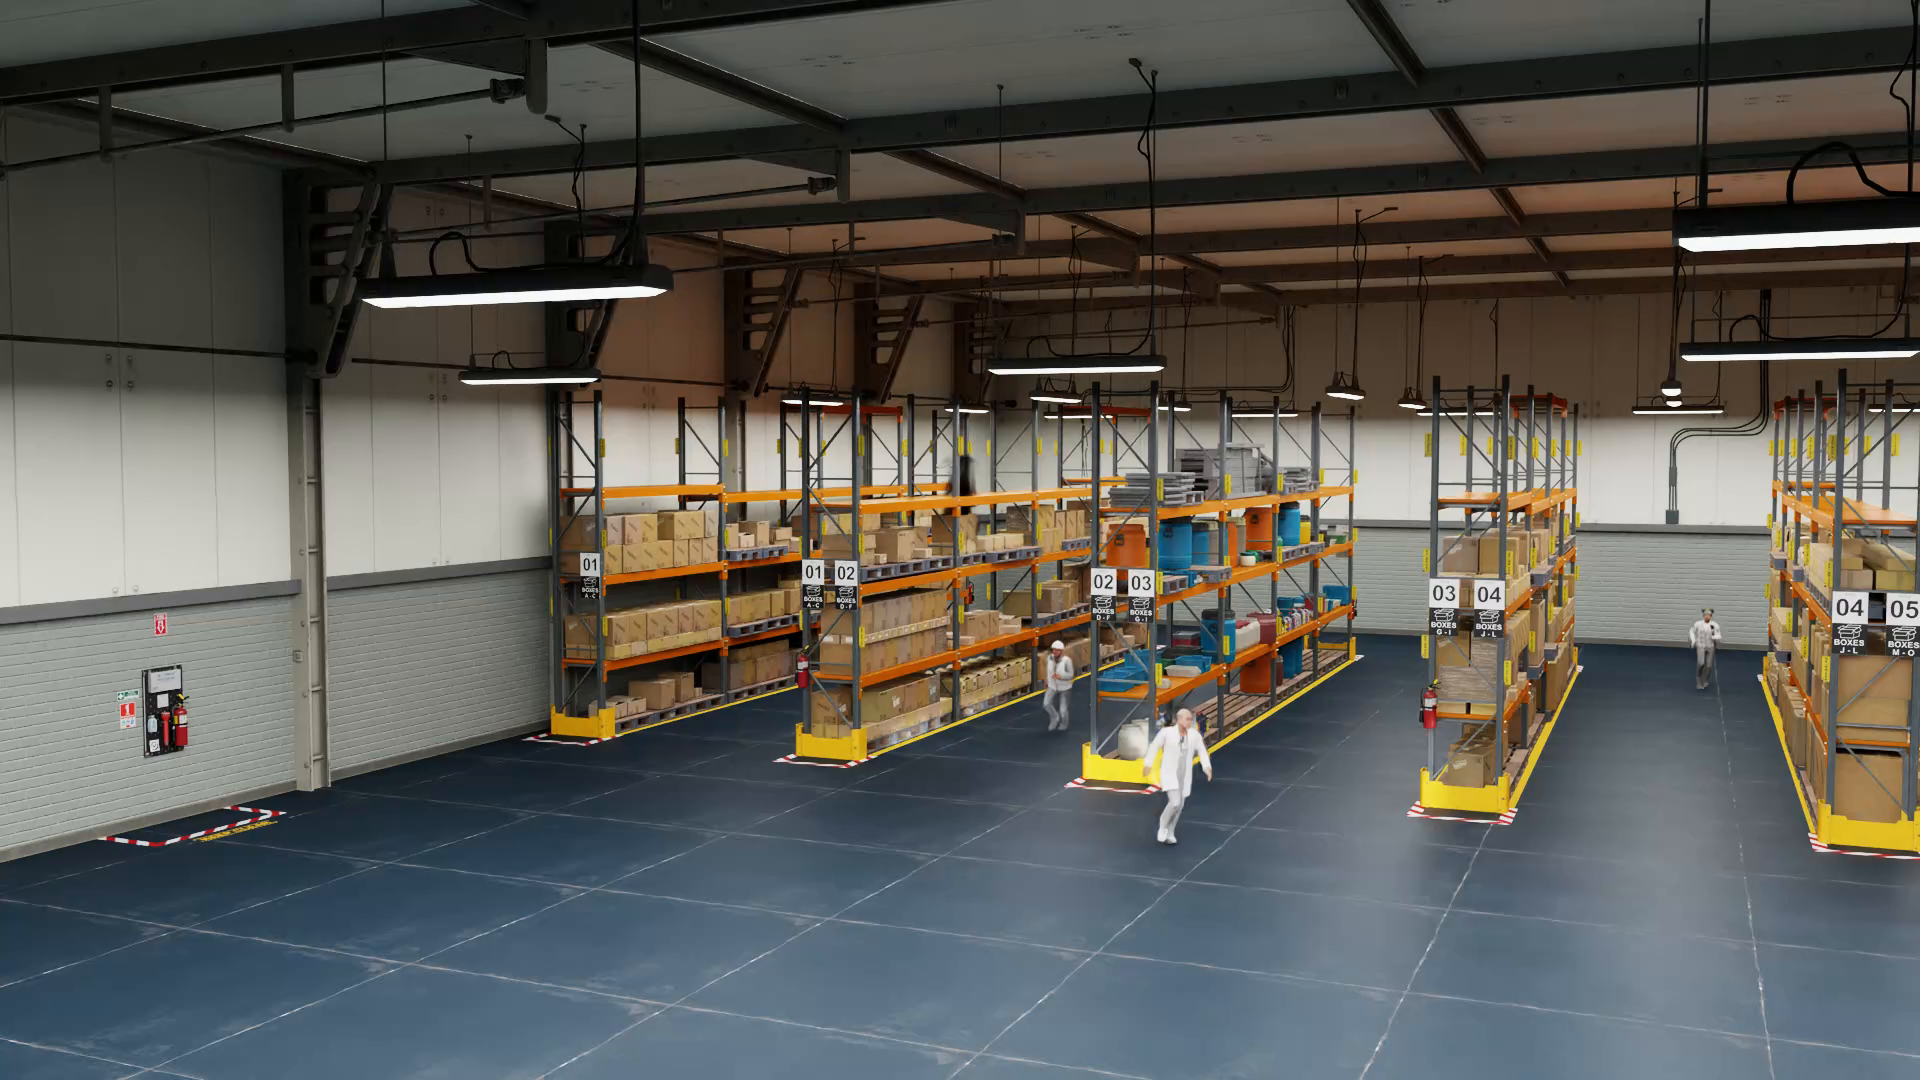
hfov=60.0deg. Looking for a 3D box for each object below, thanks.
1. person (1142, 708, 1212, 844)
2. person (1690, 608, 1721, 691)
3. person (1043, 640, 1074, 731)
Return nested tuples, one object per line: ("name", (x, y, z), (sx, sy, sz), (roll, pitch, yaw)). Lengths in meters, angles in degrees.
("person", (2.766, 2.977, 20.885), (0.694, 1.744, 0.833), (-1, 3, -21))
("person", (15.444, 2.257, 34.434), (0.561, 1.717, 0.685), (1, 3, 17))
("person", (1.723, 2.554, 29.085), (0.653, 1.646, 0.960), (1, 3, 20))
